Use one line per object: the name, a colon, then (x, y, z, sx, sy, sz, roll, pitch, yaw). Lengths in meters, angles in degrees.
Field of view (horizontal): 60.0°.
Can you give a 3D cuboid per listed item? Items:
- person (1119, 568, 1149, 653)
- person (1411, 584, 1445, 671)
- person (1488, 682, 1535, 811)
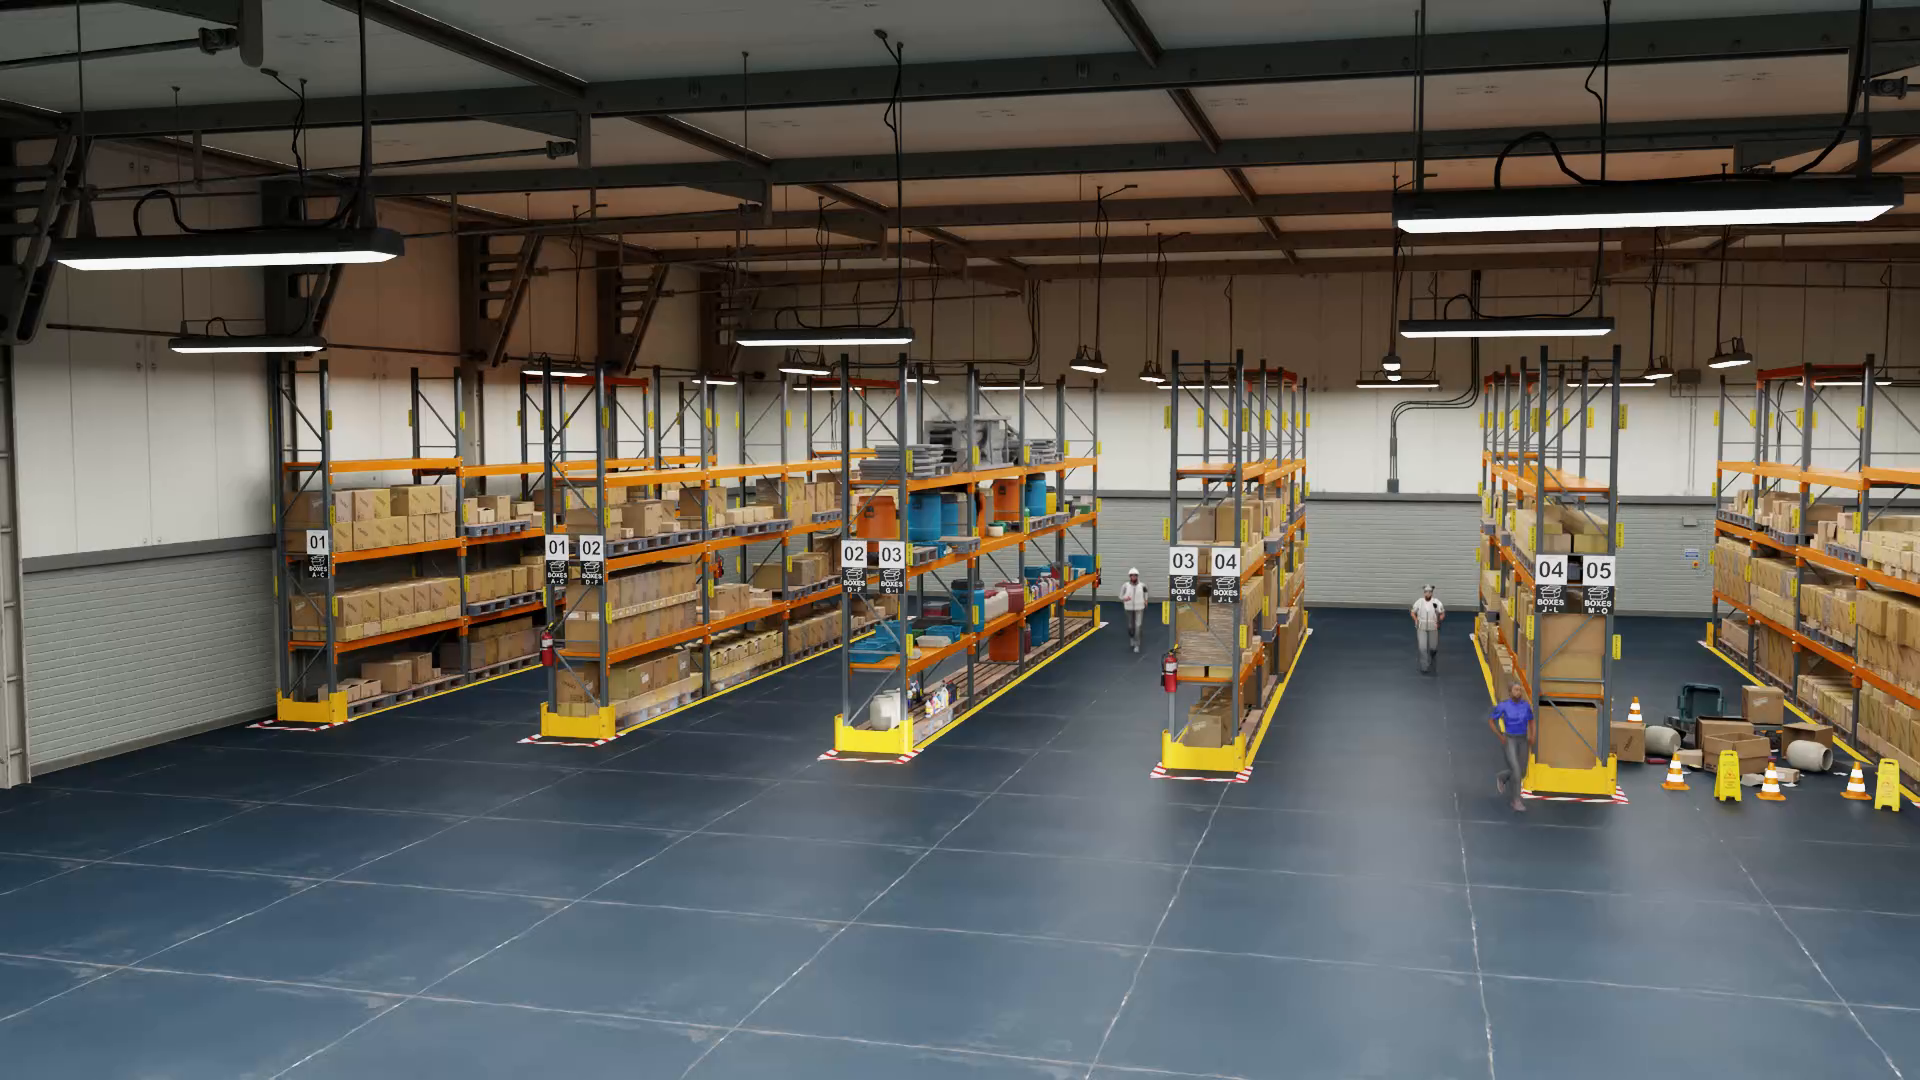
person: (3.765, 1.504, 36.018, 0.655, 1.782, 0.965, 1, 4, 8)
person: (9.333, 1.746, 33.205, 0.660, 1.731, 0.626, 1, 4, 17)
person: (7.188, 2.657, 21.630, 0.622, 1.650, 0.698, -1, 4, -15)
